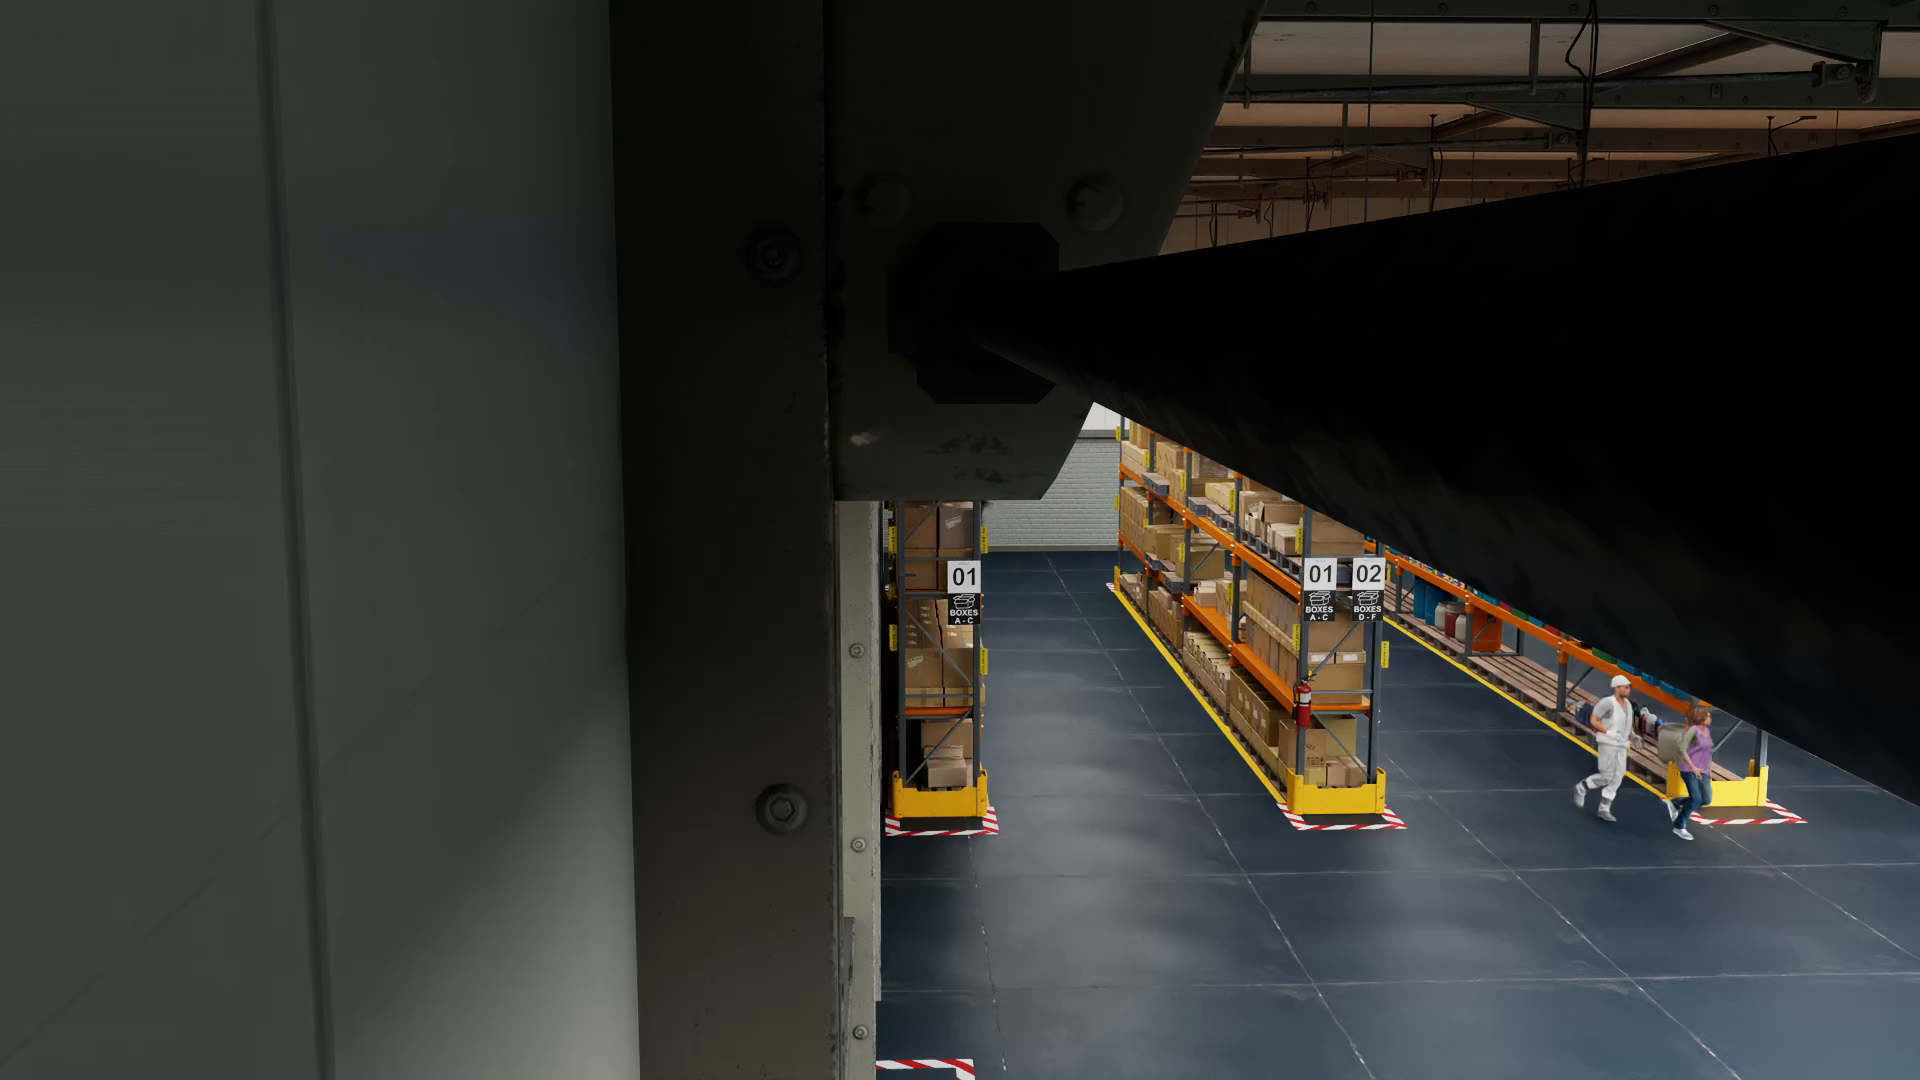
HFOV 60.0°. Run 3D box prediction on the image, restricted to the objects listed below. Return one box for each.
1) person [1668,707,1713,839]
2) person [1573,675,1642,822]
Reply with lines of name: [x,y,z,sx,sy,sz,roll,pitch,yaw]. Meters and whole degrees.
person: [8.723,2.752,19.798,0.587,1.540,0.500,-6,10,-36]
person: [8.052,2.532,20.527,0.710,1.756,0.686,-4,9,-25]
